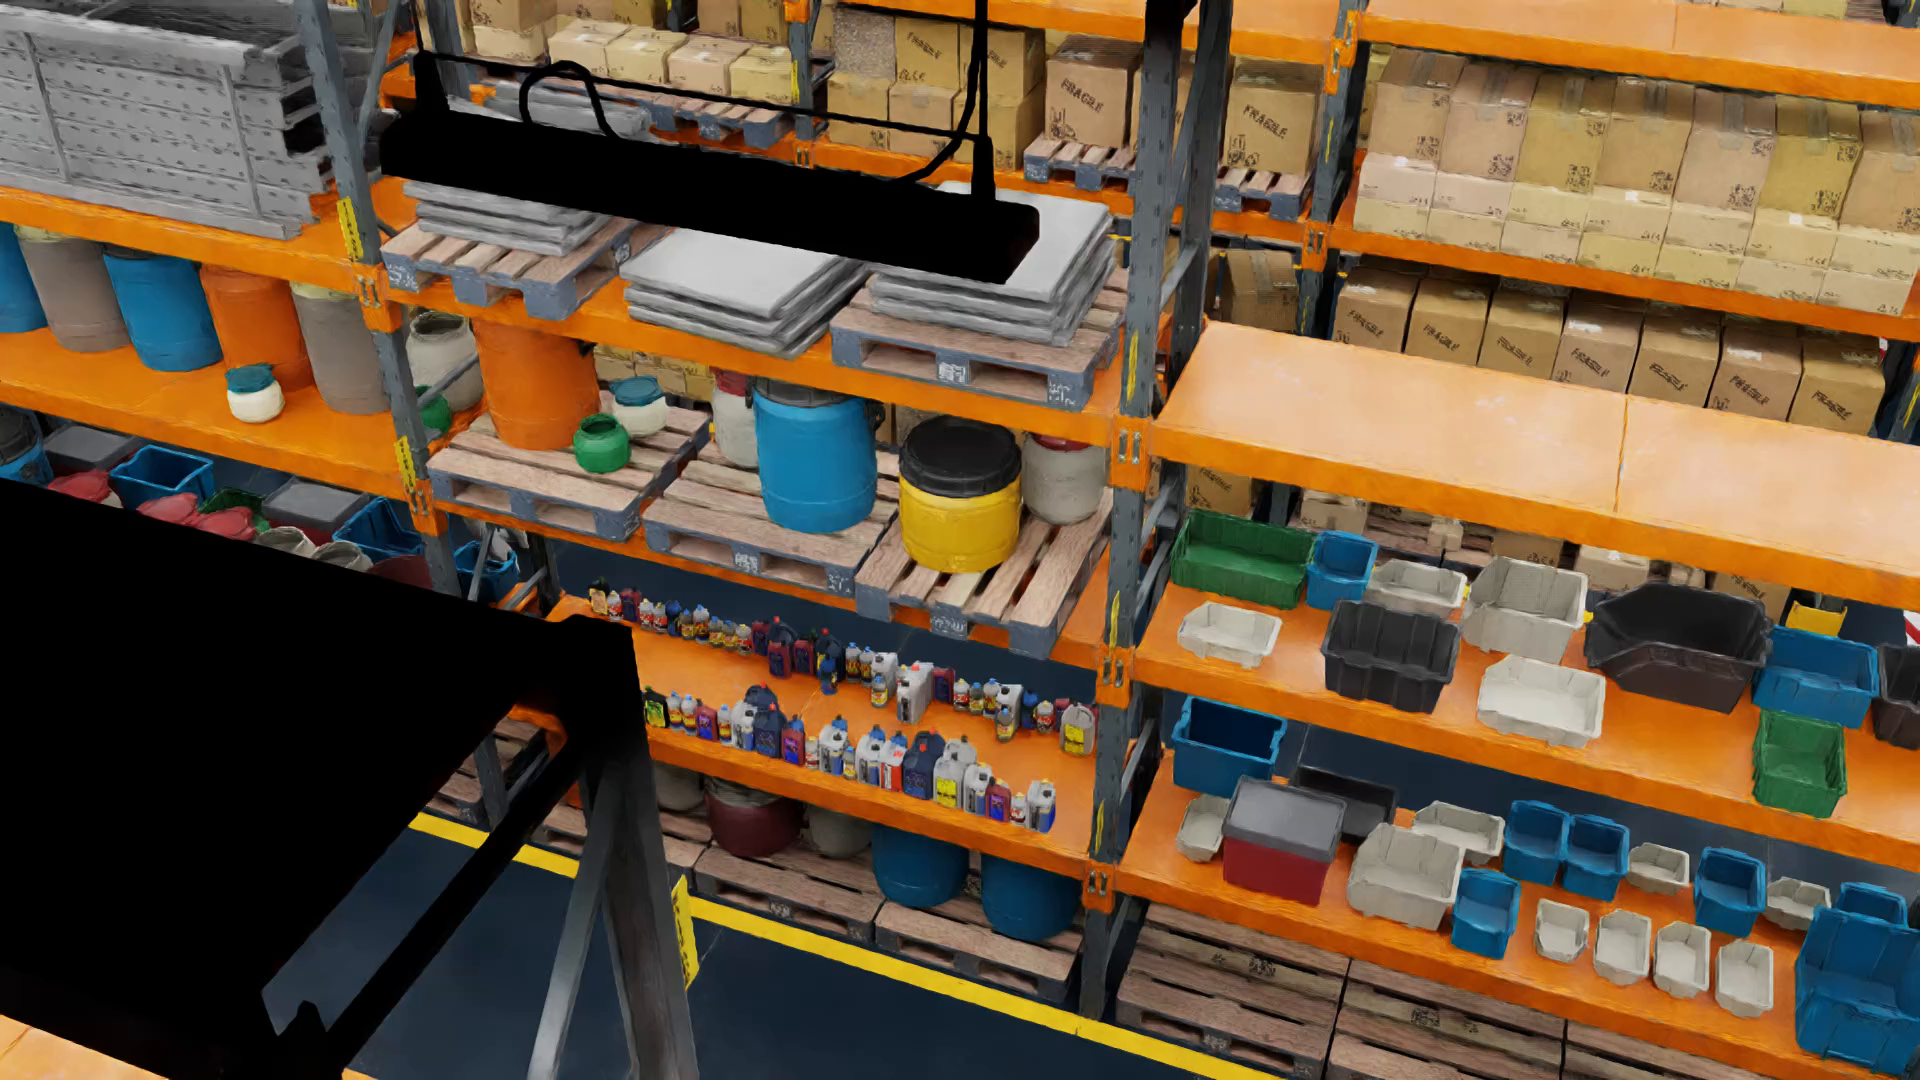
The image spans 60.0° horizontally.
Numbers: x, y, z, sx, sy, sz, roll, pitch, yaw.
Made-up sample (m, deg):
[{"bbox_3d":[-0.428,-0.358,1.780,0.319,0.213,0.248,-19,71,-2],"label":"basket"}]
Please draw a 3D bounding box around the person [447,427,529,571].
[{"bbox_3d":[-3.689,-0.564,12.707,0.546,1.731,0.729,12,38,15],"label":"person"}]
